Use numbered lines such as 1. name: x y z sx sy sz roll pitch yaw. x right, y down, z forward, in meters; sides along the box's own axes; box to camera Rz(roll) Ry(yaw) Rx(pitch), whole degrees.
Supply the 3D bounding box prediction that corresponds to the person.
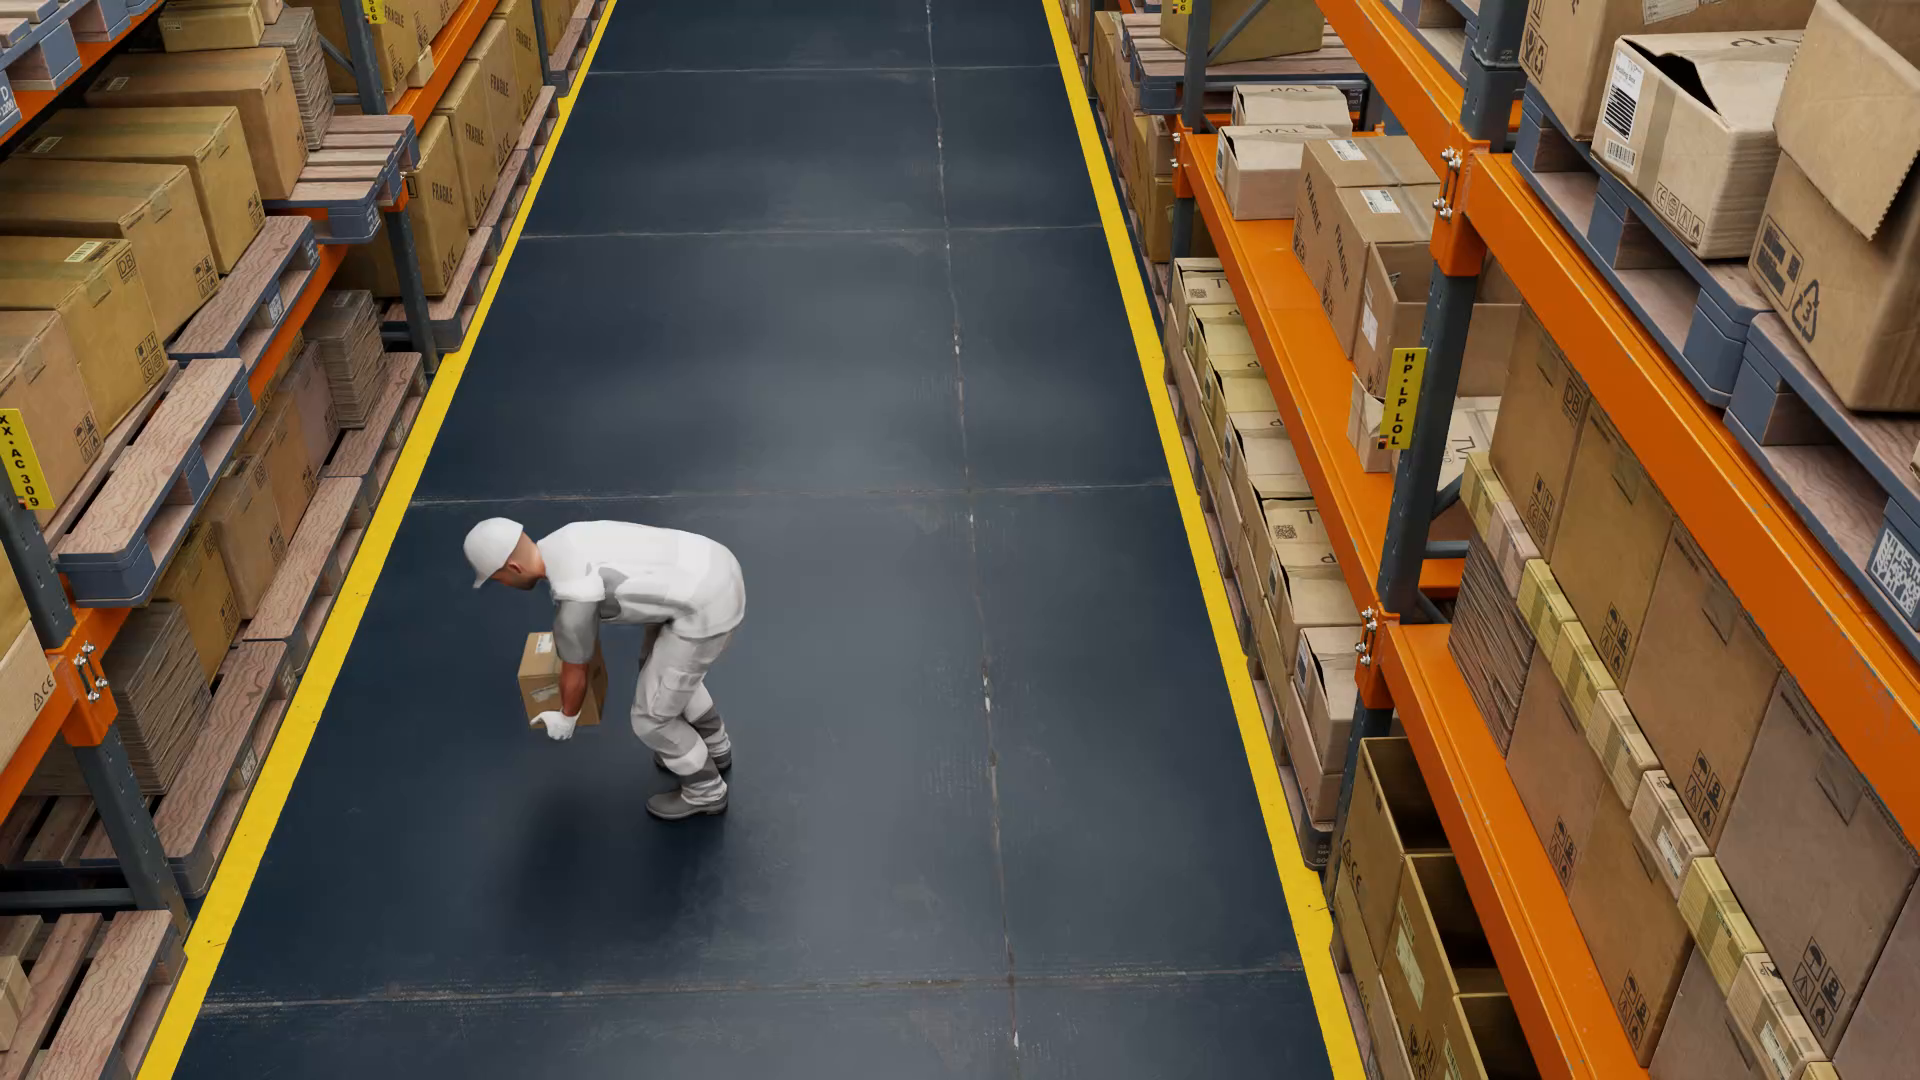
1. person: -1.216 0.429 5.971 0.927 1.258 0.507 -3 35 -4
